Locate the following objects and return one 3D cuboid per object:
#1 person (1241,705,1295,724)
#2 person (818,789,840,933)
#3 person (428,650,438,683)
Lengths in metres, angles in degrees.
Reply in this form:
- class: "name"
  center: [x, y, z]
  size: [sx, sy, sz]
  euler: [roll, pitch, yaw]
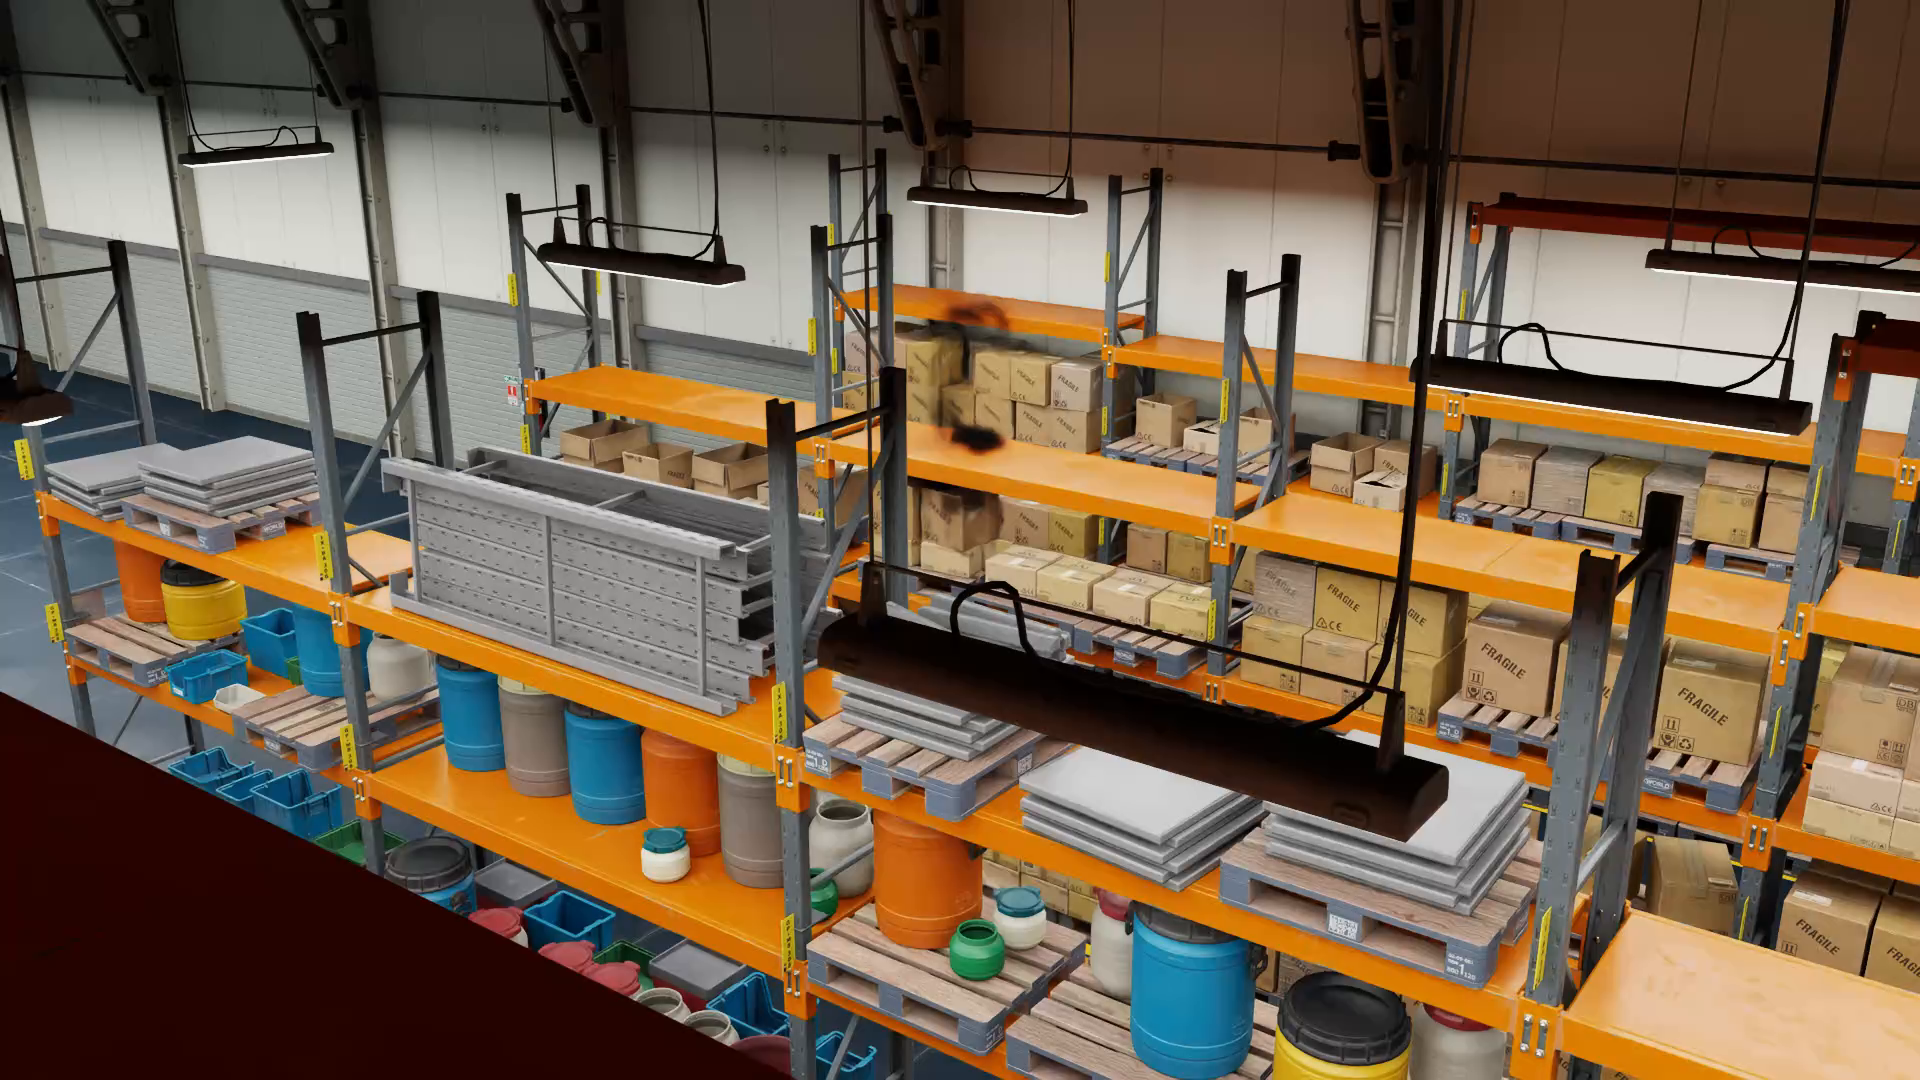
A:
- class: "person"
  center: [2.899, 2.067, 16.100]
  size: [1.047, 1.802, 0.704]
  euler: [13, 22, 33]
- class: "person"
  center: [-0.836, 2.942, 13.908]
  size: [0.969, 1.626, 0.658]
  euler: [9, 21, 26]
- class: "person"
  center: [-5.832, 1.222, 18.921]
  size: [0.561, 1.622, 0.595]
  euler: [-12, 22, -31]
